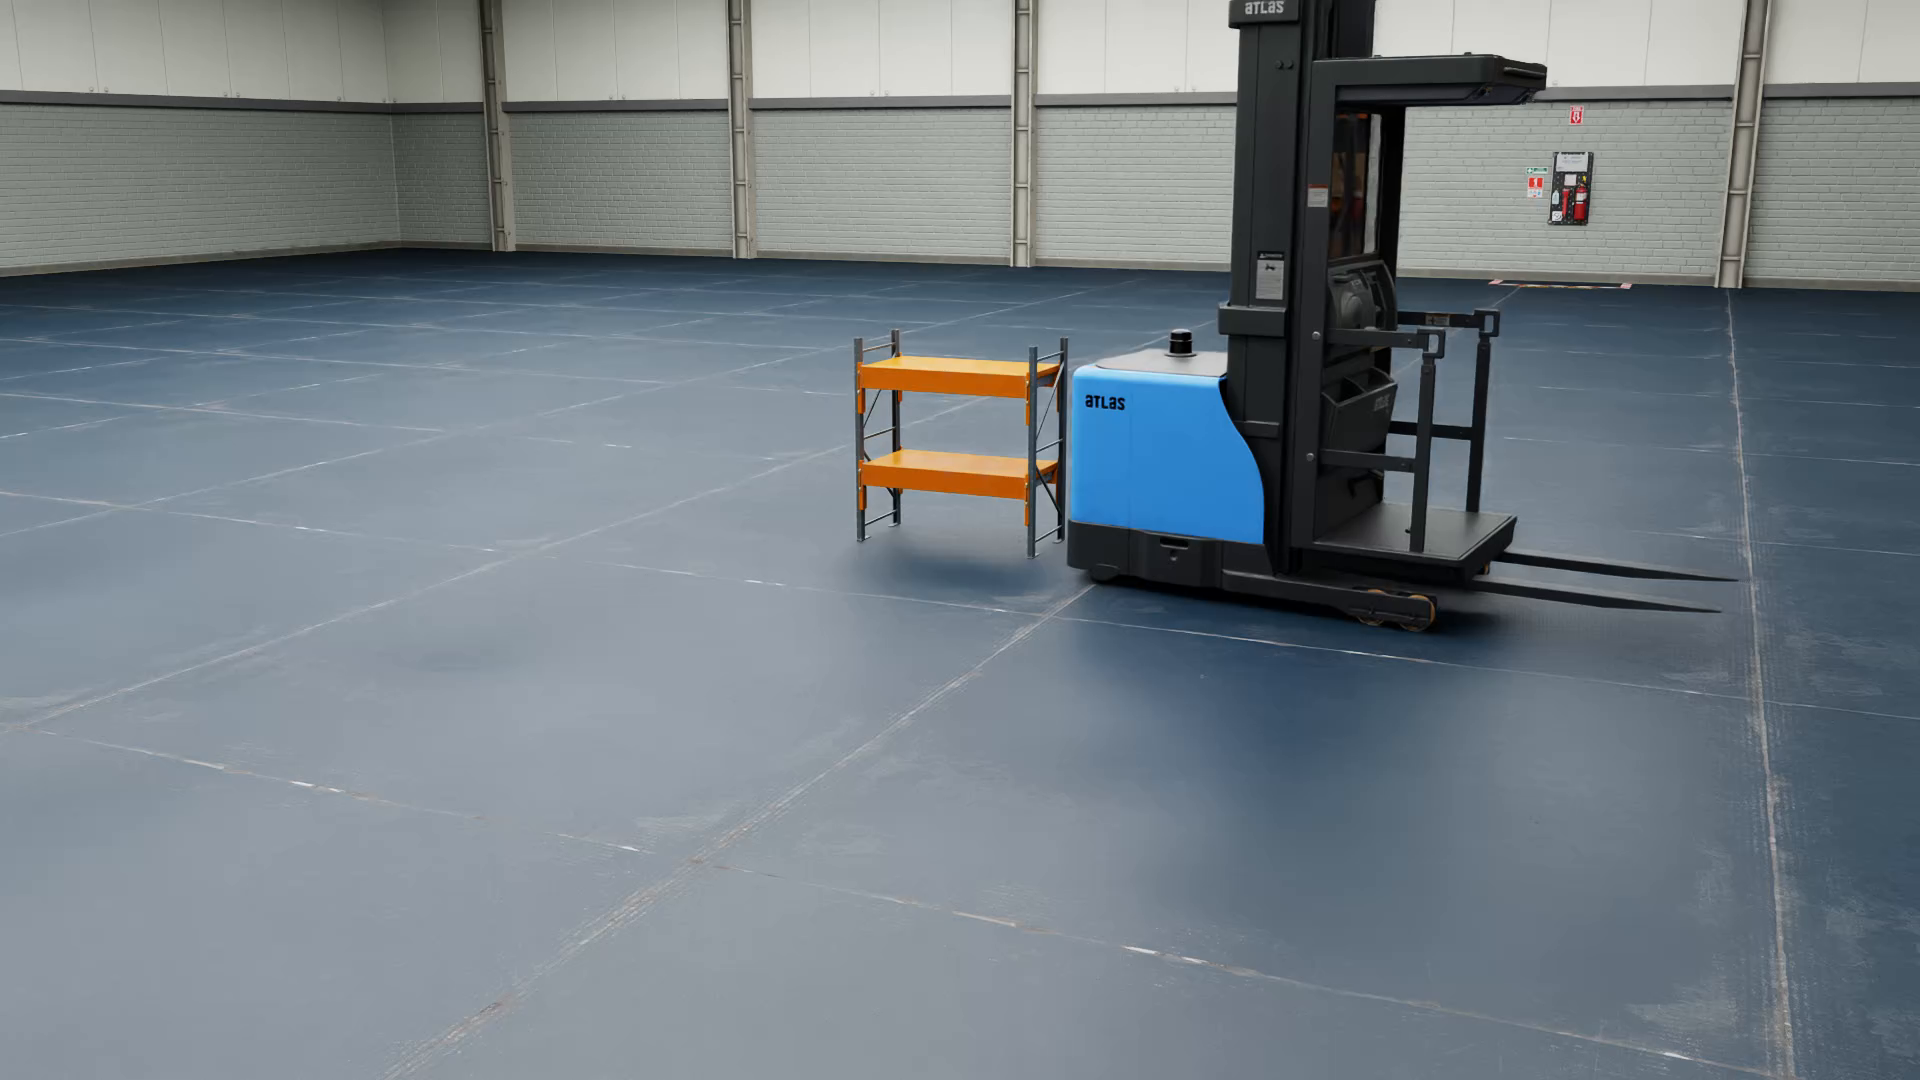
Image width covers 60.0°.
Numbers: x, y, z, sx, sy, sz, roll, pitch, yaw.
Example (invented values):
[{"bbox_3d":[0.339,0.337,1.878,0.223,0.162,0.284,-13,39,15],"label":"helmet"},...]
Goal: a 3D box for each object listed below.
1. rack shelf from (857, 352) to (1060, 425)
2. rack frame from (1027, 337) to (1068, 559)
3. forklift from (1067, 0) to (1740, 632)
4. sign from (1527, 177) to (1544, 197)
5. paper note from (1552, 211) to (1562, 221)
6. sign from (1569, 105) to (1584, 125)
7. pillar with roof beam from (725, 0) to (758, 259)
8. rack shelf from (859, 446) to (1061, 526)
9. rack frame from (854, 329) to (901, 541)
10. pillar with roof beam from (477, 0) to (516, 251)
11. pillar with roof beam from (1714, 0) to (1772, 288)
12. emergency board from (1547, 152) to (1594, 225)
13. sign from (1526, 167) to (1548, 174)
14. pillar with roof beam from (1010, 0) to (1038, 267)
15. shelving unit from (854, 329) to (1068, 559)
[{"bbox_3d":[0.006,-0.832,9.057,1.000,0.278,0.538,6,14,23],"label":"rack shelf"},{"bbox_3d":[0.471,-0.500,8.923,0.032,1.125,0.500,6,14,23],"label":"rack frame"},{"bbox_3d":[2.072,-1.151,7.746,3.031,2.935,1.130,8,15,30],"label":"forklift"},{"bbox_3d":[9.439,-5.788,27.277,0.234,0.329,0.001,6,14,23],"label":"sign"},{"bbox_3d":[9.768,-5.300,27.203,0.142,0.148,0.016,6,14,23],"label":"paper note"},{"bbox_3d":[9.935,-6.848,26.798,0.199,0.298,0.001,6,14,23],"label":"sign"},{"bbox_3d":[-6.055,-9.148,28.543,0.400,9.000,9.100,6,14,23],"label":"pillar with roof beam"},{"bbox_3d":[0.006,-0.309,9.180,1.000,0.278,0.538,6,14,23],"label":"rack shelf"},{"bbox_3d":[-0.459,-0.594,9.324,0.032,1.125,0.500,6,14,23],"label":"rack frame"},{"bbox_3d":[-11.541,-9.703,30.909,0.400,9.000,9.100,6,14,23],"label":"pillar with roof beam"},{"bbox_3d":[10.403,-7.483,21.445,0.400,9.000,9.100,6,14,23],"label":"pillar with roof beam"},{"bbox_3d":[9.902,-5.698,26.971,0.643,1.169,0.194,6,14,23],"label":"emergency board"},{"bbox_3d":[9.439,-6.044,27.207,0.331,0.109,0.001,6,14,23],"label":"sign"},{"bbox_3d":[-0.569,-8.593,26.177,0.400,9.000,9.100,6,14,23],"label":"pillar with roof beam"},{"bbox_3d":[0.006,-0.547,9.124,1.048,1.125,0.538,6,14,23],"label":"shelving unit"}]
